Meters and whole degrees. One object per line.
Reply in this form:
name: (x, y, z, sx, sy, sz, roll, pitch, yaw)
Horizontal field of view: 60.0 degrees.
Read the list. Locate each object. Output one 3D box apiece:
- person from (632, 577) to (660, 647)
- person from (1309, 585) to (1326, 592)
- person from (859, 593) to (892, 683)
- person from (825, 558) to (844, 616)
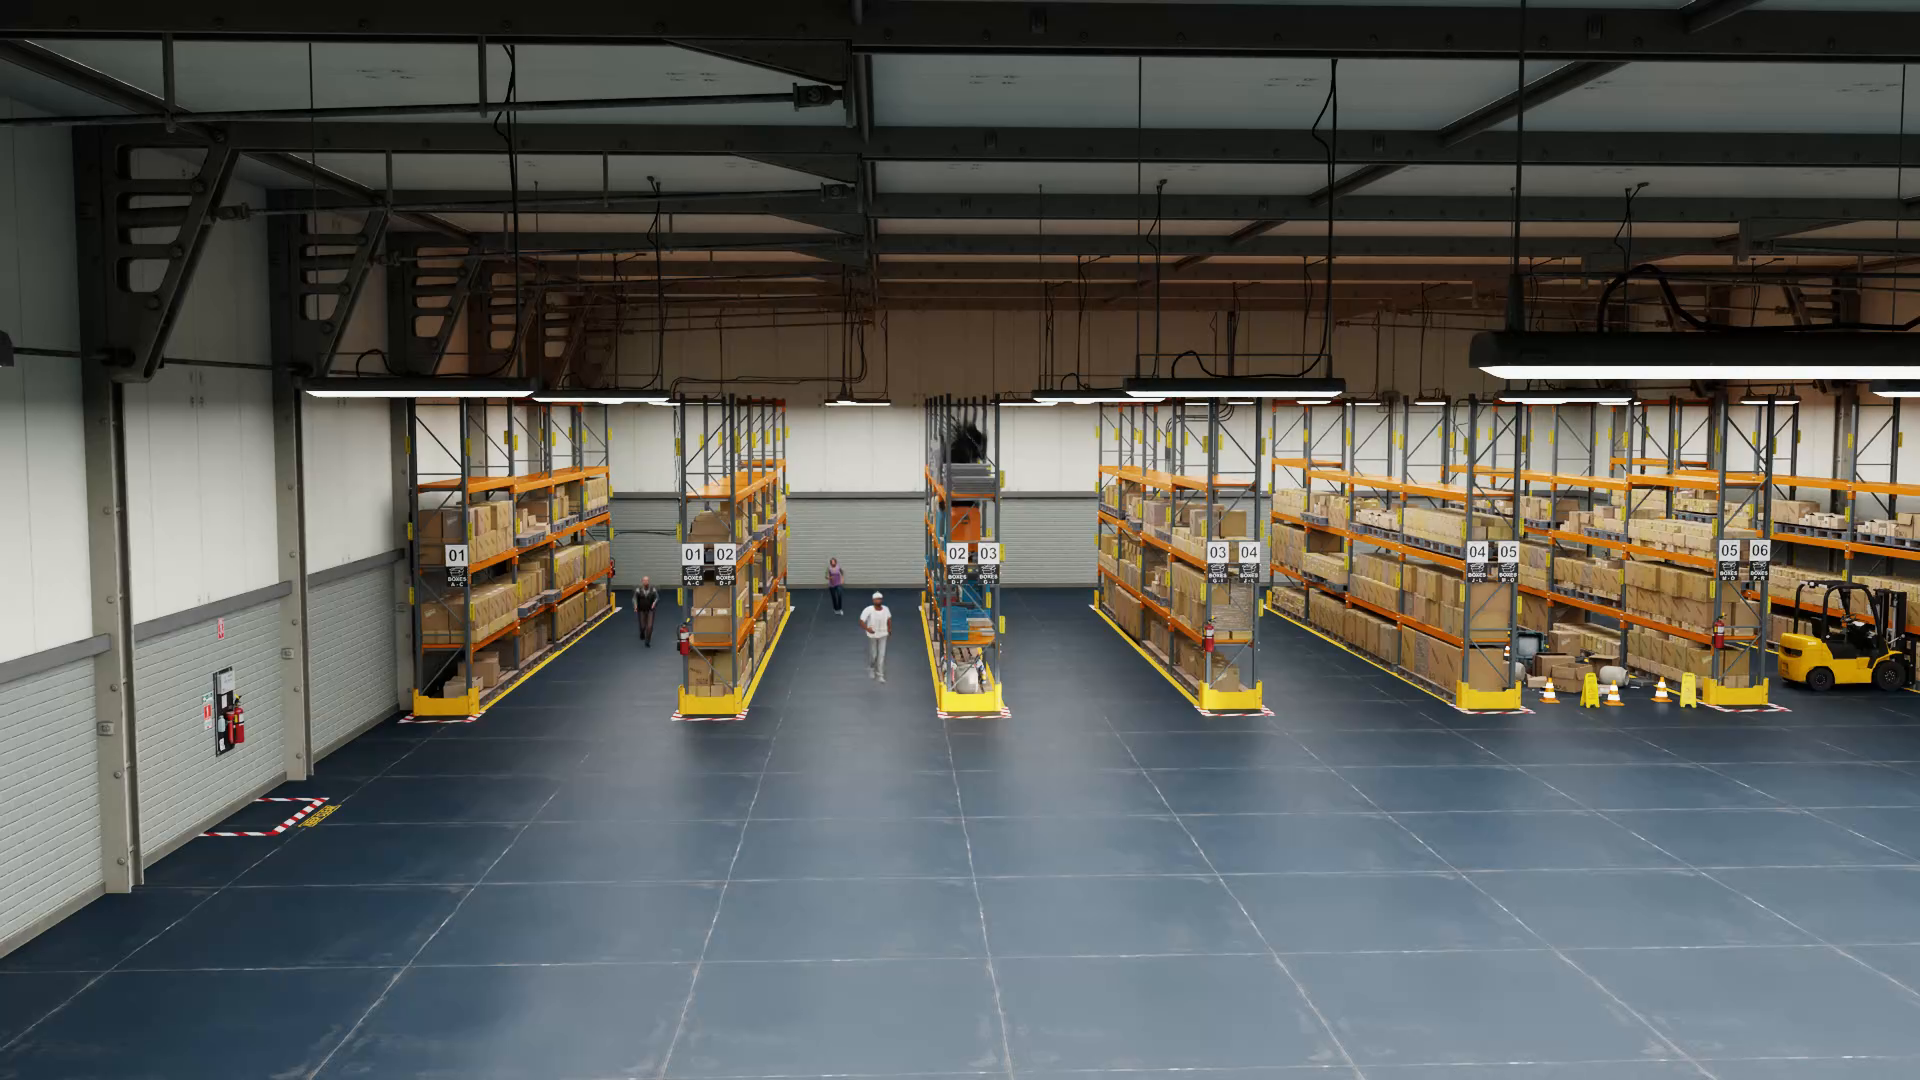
person: (-7.573, 1.726, 40.128, 0.660, 1.683, 0.585, -1, 5, -13)
person: (10.401, 1.036, 48.557, 0.698, 1.708, 0.590, -4, 6, -43)
person: (-1.663, 1.937, 33.282, 0.703, 1.784, 0.796, -1, 5, -18)
person: (-3.471, 1.290, 46.046, 0.526, 1.613, 0.698, 0, 5, -4)
